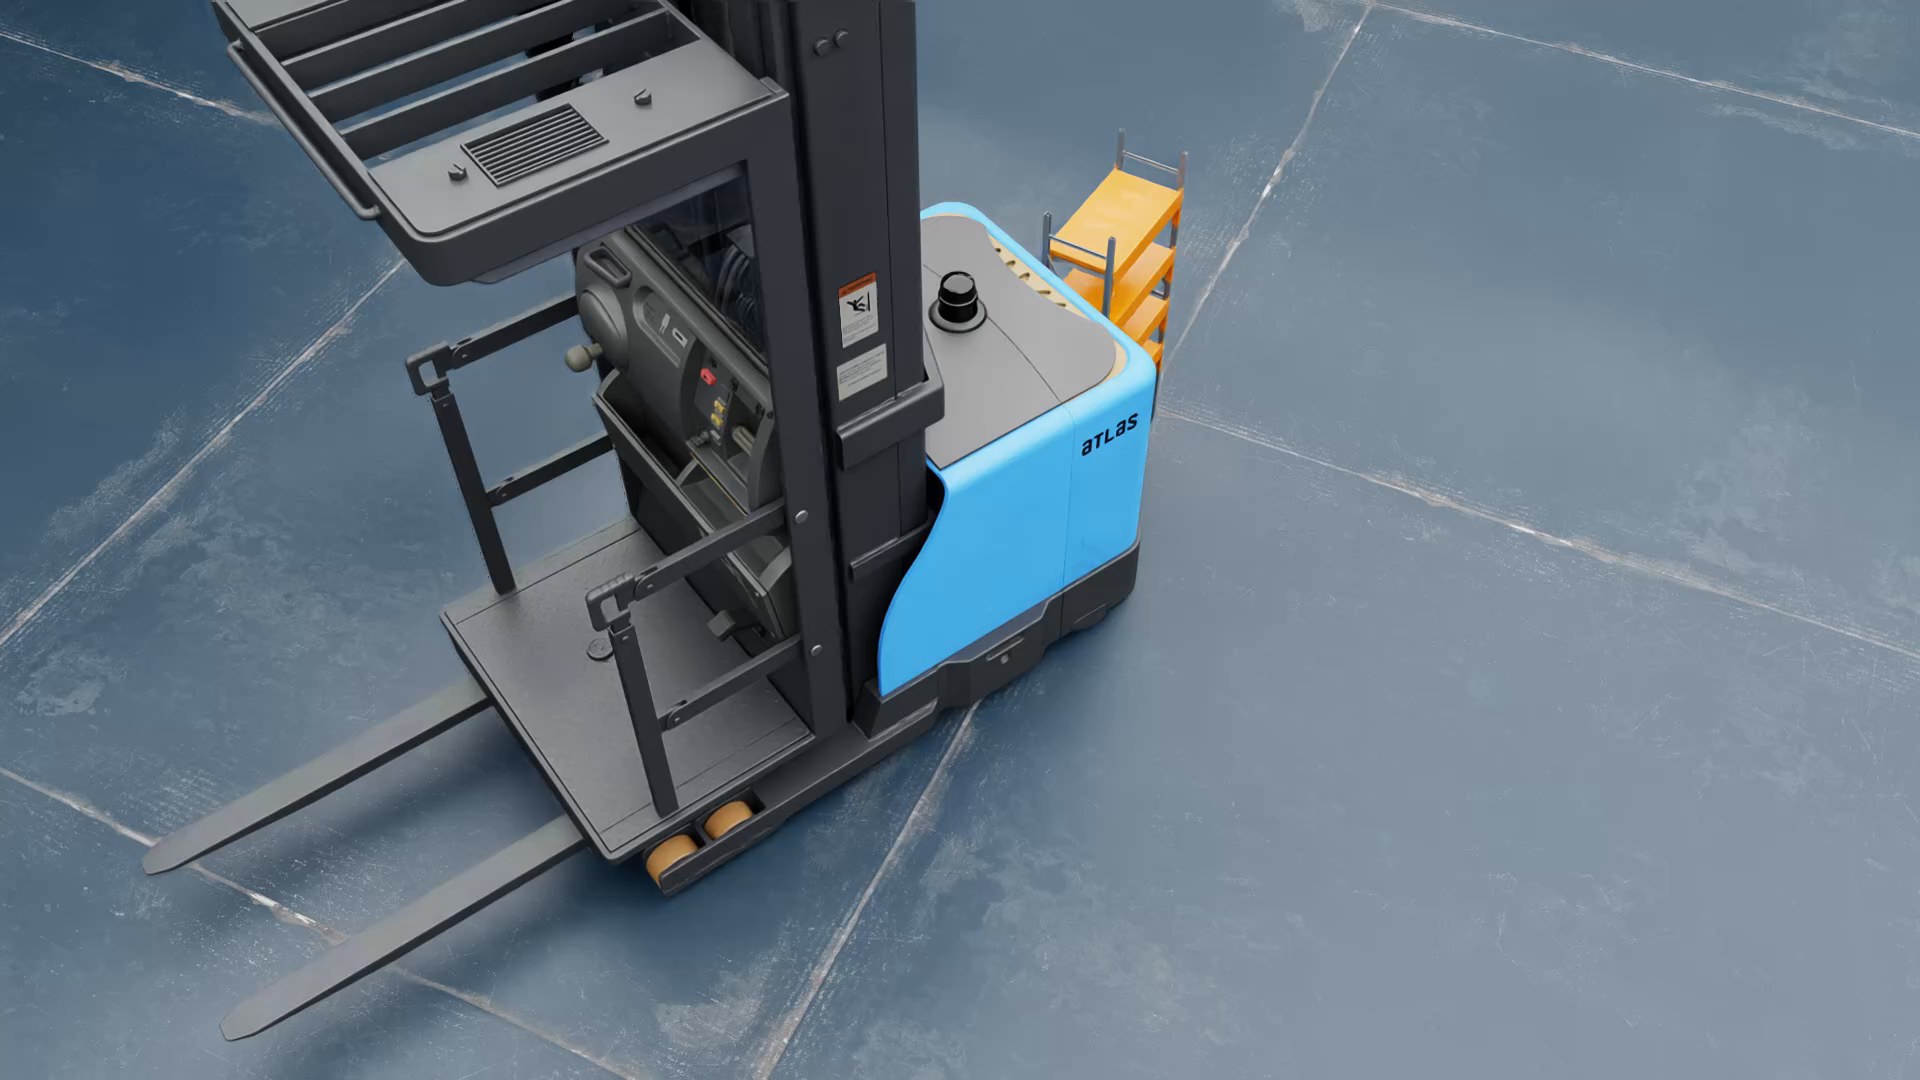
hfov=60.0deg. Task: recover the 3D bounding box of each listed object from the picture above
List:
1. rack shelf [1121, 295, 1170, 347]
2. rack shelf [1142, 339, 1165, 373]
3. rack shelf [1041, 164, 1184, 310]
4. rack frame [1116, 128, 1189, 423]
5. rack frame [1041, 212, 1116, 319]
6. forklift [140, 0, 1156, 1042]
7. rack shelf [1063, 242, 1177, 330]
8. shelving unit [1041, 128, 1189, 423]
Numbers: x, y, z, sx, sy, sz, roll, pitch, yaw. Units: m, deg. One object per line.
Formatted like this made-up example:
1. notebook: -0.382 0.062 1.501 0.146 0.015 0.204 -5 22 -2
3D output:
1. rack shelf: 0.484 -0.667 5.618 0.258 0.148 0.480 25 54 20
2. rack shelf: 0.484 -0.538 5.769 0.258 0.148 0.480 25 54 20
3. rack shelf: 0.484 -0.965 5.267 0.258 0.148 0.480 25 54 20
4. rack frame: 0.610 -0.869 5.702 0.240 1.200 0.015 25 54 20
5. rack frame: 0.358 -0.551 5.431 0.240 1.200 0.015 25 54 20
6. forklift: -0.901 -0.388 4.155 3.031 2.935 1.130 -30 56 -23
7. rack shelf: 0.484 -0.812 5.447 0.258 0.148 0.480 25 54 20
8. shelving unit: 0.484 -0.710 5.566 0.258 1.200 0.503 25 54 20
